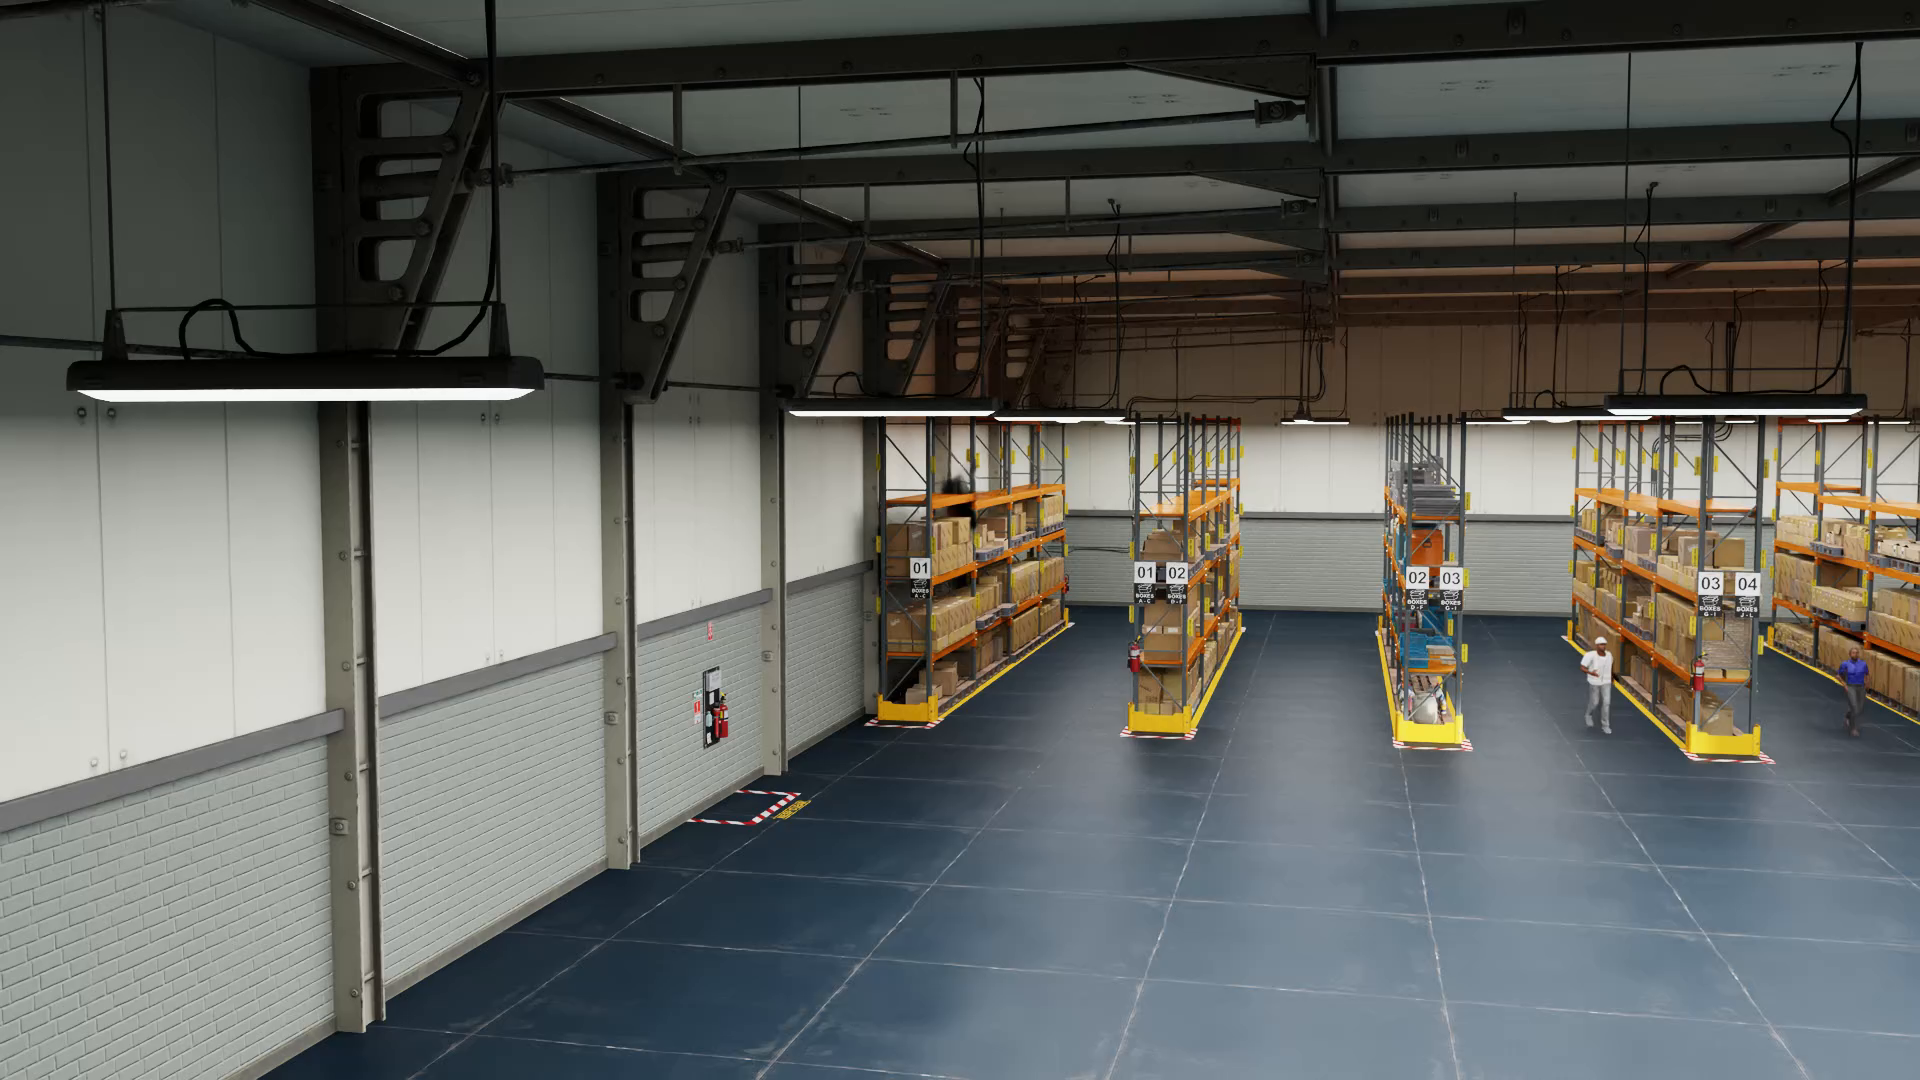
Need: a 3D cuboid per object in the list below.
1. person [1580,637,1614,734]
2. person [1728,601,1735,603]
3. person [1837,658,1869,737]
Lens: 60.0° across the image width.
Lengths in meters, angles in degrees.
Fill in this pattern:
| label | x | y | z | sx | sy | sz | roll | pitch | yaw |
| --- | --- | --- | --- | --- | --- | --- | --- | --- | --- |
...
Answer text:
| label | x | y | z | sx | sy | sz | roll | pitch | yaw |
| --- | --- | --- | --- | --- | --- | --- | --- | --- | --- |
| person | 12.039 | 2.705 | 31.363 | 0.693 | 1.770 | 0.922 | 0 | 4 | 2 |
| person | 20.263 | 1.880 | 44.420 | 0.823 | 1.678 | 0.855 | -2 | 4 | -23 |
| person | 16.699 | 2.921 | 31.112 | 0.525 | 1.436 | 0.647 | 1 | 4 | 8 |
